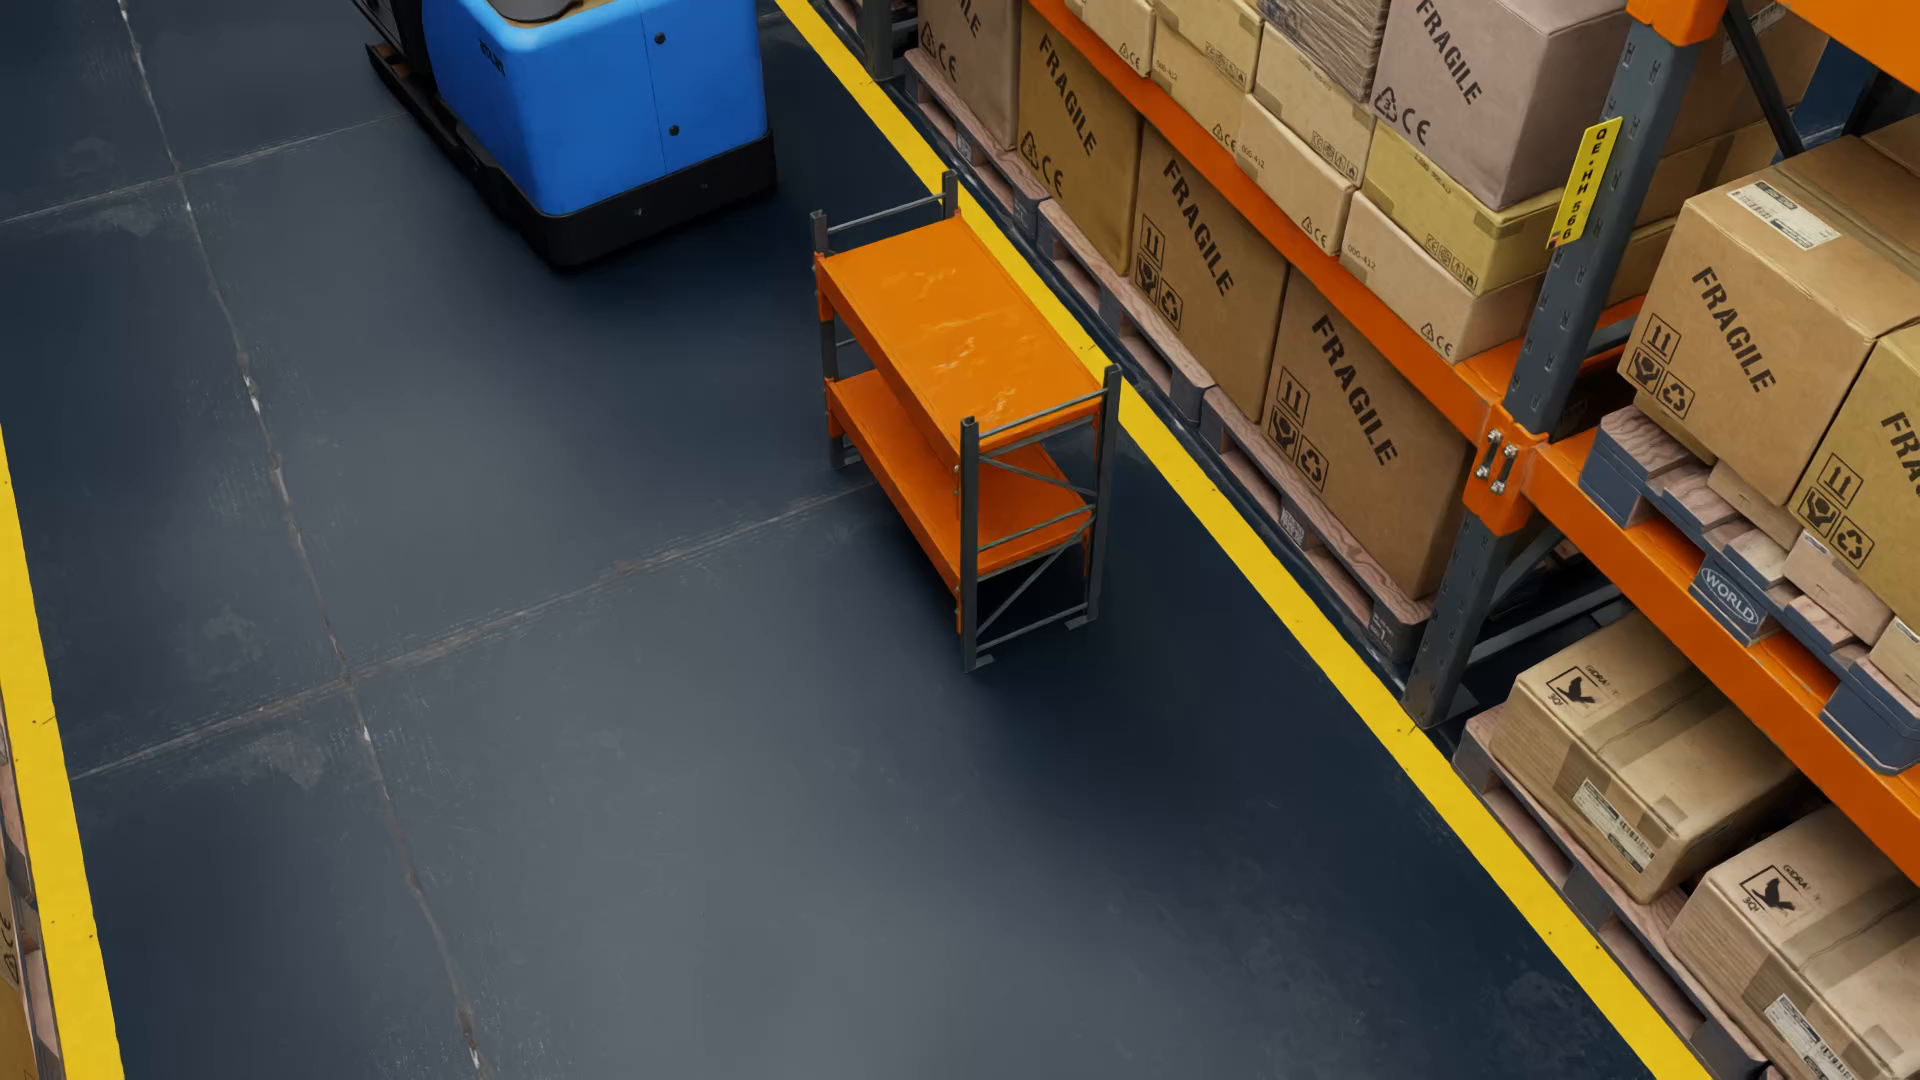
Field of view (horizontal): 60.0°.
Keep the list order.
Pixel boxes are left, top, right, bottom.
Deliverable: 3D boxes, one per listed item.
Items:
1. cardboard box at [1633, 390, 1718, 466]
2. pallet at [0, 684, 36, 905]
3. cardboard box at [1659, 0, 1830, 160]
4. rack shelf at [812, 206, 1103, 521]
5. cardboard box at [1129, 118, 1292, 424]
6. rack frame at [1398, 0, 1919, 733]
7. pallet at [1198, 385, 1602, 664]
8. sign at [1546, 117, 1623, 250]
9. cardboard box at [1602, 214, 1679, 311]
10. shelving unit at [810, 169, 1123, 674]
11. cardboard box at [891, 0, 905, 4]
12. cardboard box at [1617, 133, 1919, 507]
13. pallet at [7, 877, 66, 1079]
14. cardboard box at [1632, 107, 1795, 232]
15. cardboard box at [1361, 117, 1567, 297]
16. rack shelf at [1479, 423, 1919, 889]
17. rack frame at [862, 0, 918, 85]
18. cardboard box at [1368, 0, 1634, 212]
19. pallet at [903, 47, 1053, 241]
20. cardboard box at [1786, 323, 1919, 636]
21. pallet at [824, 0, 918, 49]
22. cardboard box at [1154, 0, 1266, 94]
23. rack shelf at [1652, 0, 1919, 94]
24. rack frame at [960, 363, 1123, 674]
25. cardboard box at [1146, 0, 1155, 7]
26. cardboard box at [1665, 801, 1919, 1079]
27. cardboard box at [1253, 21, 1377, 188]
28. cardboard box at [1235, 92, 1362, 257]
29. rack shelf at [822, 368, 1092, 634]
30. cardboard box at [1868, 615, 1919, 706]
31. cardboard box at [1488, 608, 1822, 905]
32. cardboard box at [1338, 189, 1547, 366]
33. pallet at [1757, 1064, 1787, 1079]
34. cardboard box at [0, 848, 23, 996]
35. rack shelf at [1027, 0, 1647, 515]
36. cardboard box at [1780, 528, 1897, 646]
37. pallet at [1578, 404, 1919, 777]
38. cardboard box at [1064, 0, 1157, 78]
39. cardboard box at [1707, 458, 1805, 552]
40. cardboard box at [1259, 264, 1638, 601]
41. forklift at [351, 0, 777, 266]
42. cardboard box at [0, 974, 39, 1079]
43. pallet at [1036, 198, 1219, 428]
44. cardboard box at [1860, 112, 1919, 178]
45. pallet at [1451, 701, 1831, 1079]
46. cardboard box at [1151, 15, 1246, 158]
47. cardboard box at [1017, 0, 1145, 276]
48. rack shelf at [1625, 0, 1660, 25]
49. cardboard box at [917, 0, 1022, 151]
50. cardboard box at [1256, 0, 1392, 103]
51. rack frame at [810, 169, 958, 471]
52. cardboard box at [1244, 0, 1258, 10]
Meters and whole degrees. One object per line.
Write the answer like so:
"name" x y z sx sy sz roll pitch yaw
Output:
"cardboard box" 1.852 -0.370 3.968 0.380 0.149 0.250 -24 53 -20
"pallet" -3.397 0.756 4.948 1.003 0.211 1.213 -21 52 -18
"cardboard box" 1.860 -1.372 4.227 0.500 0.500 0.500 -23 53 -19
"rack shelf" -0.003 -0.568 5.110 0.538 0.278 1.000 -21 52 -18
"cardboard box" 1.222 -1.124 5.873 0.875 0.875 0.875 -21 52 -17
"rack frame" 1.869 -0.596 4.278 1.000 3.000 0.127 -21 52 -18
"pallet" 1.575 -0.231 5.812 1.003 0.211 1.213 -21 52 -18
"sign" 1.377 -0.783 3.673 0.100 0.325 0.005 -21 52 -18
"cardboard box" 1.868 -0.960 4.697 0.500 0.250 0.500 -22 52 -18
"shelving unit" -0.003 -0.375 5.331 0.538 1.125 1.048 -21 52 -18
"cardboard box" -0.154 -3.025 7.826 0.875 0.438 0.875 -22 52 -18
"cardboard box" 1.869 -0.484 3.637 0.500 0.500 0.500 -23 53 -19
"pallet" -2.843 1.572 4.235 1.003 0.211 1.213 -21 52 -18
"cardboard box" 1.856 -1.135 4.517 0.500 0.250 0.500 -22 52 -18
"cardboard box" 1.421 -0.947 4.353 0.500 0.250 0.500 -21 52 -18
"rack shelf" 2.784 0.980 3.378 1.077 0.370 4.000 -21 52 -18
"rack frame" 0.038 -3.273 6.620 1.000 3.000 0.127 -21 52 -18
"cardboard box" 1.399 -1.214 4.088 0.500 0.500 0.500 -22 53 -18
"pallet" 0.458 -1.864 7.240 1.003 0.211 1.213 -21 52 -18
"cardboard box" 2.113 -0.137 3.334 0.500 0.500 0.500 -19 51 -16
"pallet" -0.240 -2.891 8.138 1.003 0.211 1.213 -21 52 -18
"cardboard box" 0.931 -1.625 4.946 0.500 0.250 0.500 -22 53 -18
"rack shelf" 2.784 -0.008 2.249 1.077 0.370 4.000 -21 52 -18
"rack frame" 0.230 -0.035 5.033 0.500 1.125 0.032 -21 52 -18
"cardboard box" 0.693 -1.972 5.250 0.500 0.250 0.500 -23 53 -19
"cardboard box" 2.463 1.004 4.346 0.950 0.372 0.625 -22 52 -18
"cardboard box" 1.183 -1.289 4.652 0.500 0.250 0.500 -22 53 -18
"cardboard box" 1.159 -1.132 4.847 0.500 0.250 0.500 -20 52 -17
"rack shelf" -0.003 -0.214 5.515 0.538 0.278 1.000 -21 52 -18
"cardboard box" 2.143 0.221 3.451 0.380 0.149 0.250 -21 52 -17
"cardboard box" 2.118 0.513 4.775 0.950 0.372 0.625 -24 53 -20
"cardboard box" 1.406 -0.795 4.552 0.500 0.250 0.500 -23 53 -19
"pallet" 2.779 1.661 4.157 1.003 0.211 1.213 -21 52 -18
"cardboard box" -2.817 0.965 4.295 0.500 0.500 0.500 -21 52 -17
"rack shelf" 0.953 -1.697 5.720 1.077 0.370 4.000 -21 52 -18
"cardboard box" 2.036 0.030 3.619 0.380 0.149 0.250 -24 53 -20
"pallet" 2.289 -0.092 3.965 1.213 0.211 1.003 -21 52 -18
"cardboard box" 0.684 -1.806 5.436 0.500 0.250 0.500 -22 52 -18
"cardboard box" 1.951 -0.169 3.793 0.380 0.149 0.250 -24 53 -20
"cardboard box" 1.626 -0.525 5.349 0.875 0.875 0.875 -22 52 -18
"forklift" -2.029 -3.134 6.544 1.130 2.935 3.031 -28 54 -22
"cardboard box" -2.583 1.300 4.001 0.500 0.500 0.500 -23 53 -19
"pallet" 1.021 -1.047 6.525 1.003 0.211 1.213 -21 52 -18
"cardboard box" 2.324 -0.656 3.788 0.500 0.500 0.500 -23 53 -19
"pallet" 2.225 0.846 4.870 1.003 0.211 1.213 -21 52 -18
"cardboard box" 0.942 -1.474 5.146 0.500 0.250 0.500 -22 52 -18
"cardboard box" 0.813 -1.722 6.396 0.875 0.875 0.875 -20 52 -16
"rack shelf" 0.953 -2.685 4.591 1.077 0.370 4.000 -21 52 -18
"cardboard box" 0.393 -2.324 6.922 0.875 0.875 0.875 -20 52 -16
"cardboard box" 1.157 -1.554 4.386 0.500 0.500 0.500 -20 52 -17
"rack frame" -0.236 -0.715 5.628 0.500 1.125 0.032 -21 52 -18
"cardboard box" 0.936 -1.889 4.679 0.500 0.500 0.500 -21 52 -17
